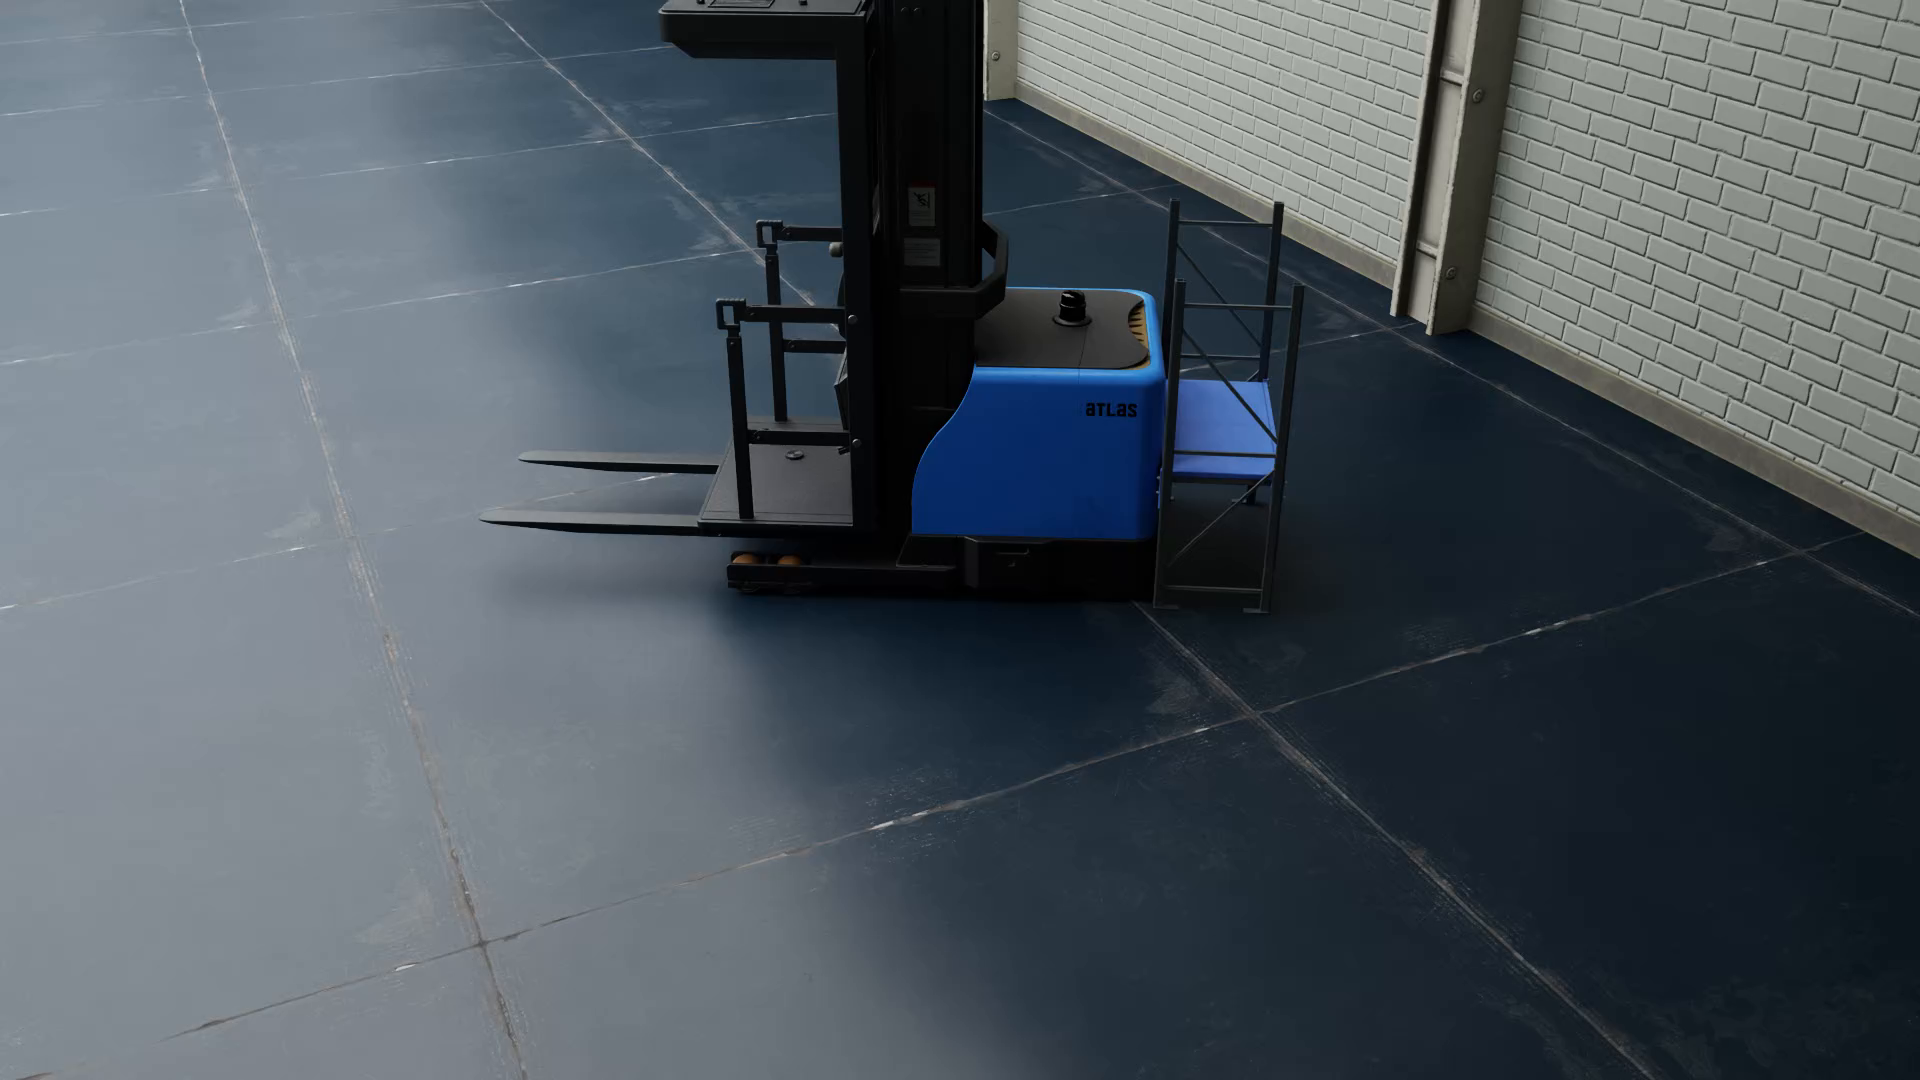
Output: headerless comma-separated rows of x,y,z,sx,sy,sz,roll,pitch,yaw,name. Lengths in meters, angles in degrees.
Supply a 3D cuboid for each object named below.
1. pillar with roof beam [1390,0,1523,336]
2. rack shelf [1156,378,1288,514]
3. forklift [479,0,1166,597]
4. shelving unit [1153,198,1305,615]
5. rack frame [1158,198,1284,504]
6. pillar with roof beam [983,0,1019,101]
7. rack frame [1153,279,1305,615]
-1.022,-4.359,6.324,9.100,9.000,0.400,-13,32,-22,pillar with roof beam
1.135,-0.441,7.371,0.538,0.185,1.000,3,29,5,rack shelf
-0.629,-1.296,7.065,3.031,2.935,1.130,2,29,3,forklift
1.135,-0.598,7.284,0.538,1.500,1.048,3,29,5,shelving unit
1.182,-0.846,7.725,0.500,1.500,0.032,3,29,5,rack frame
-3.598,-7.010,11.050,9.100,9.000,0.400,-13,32,-22,pillar with roof beam
1.089,-0.351,6.842,0.500,1.500,0.032,3,29,5,rack frame
